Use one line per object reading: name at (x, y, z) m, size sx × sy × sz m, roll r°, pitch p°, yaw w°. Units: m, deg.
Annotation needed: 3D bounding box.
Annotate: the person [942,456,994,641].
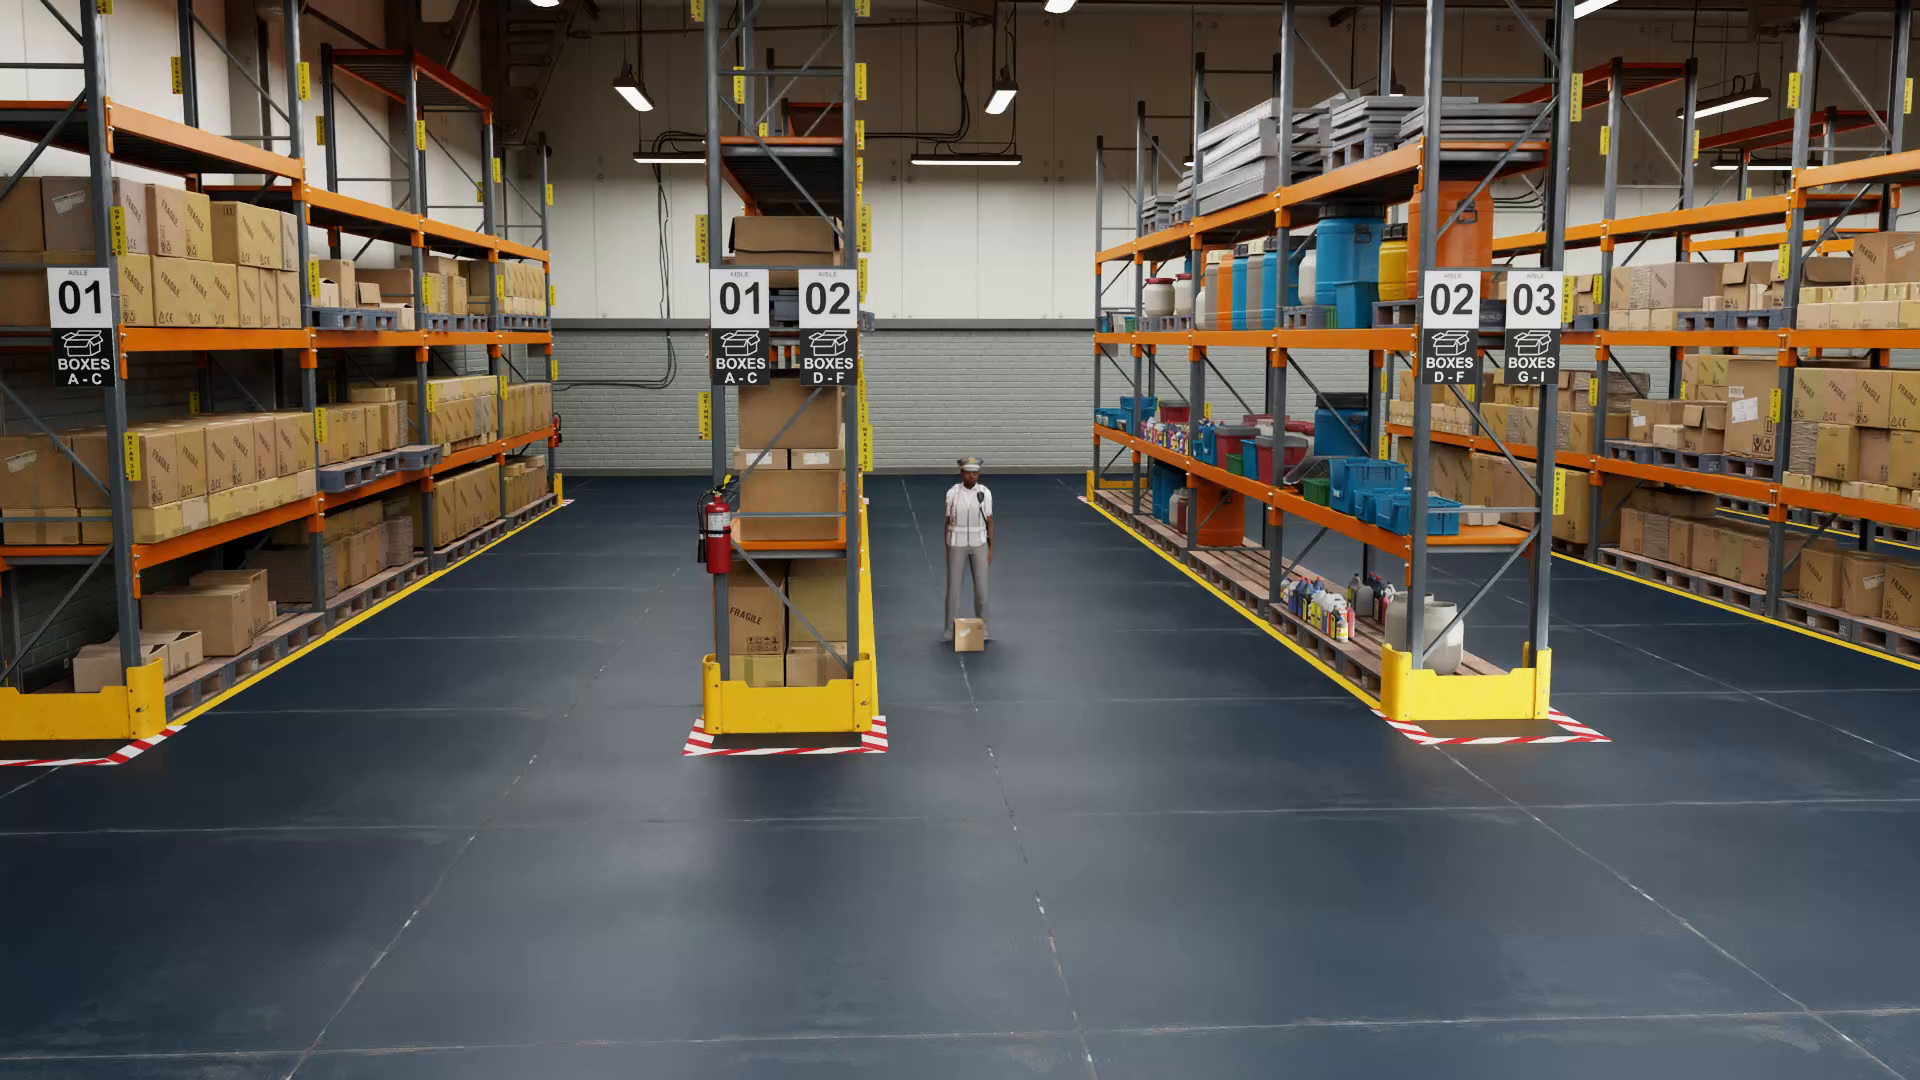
person at (0.071, 0.082, 15.109) m, size 0.475 × 1.696 × 0.340 m, roll 0°, pitch 7°, yaw -3°
